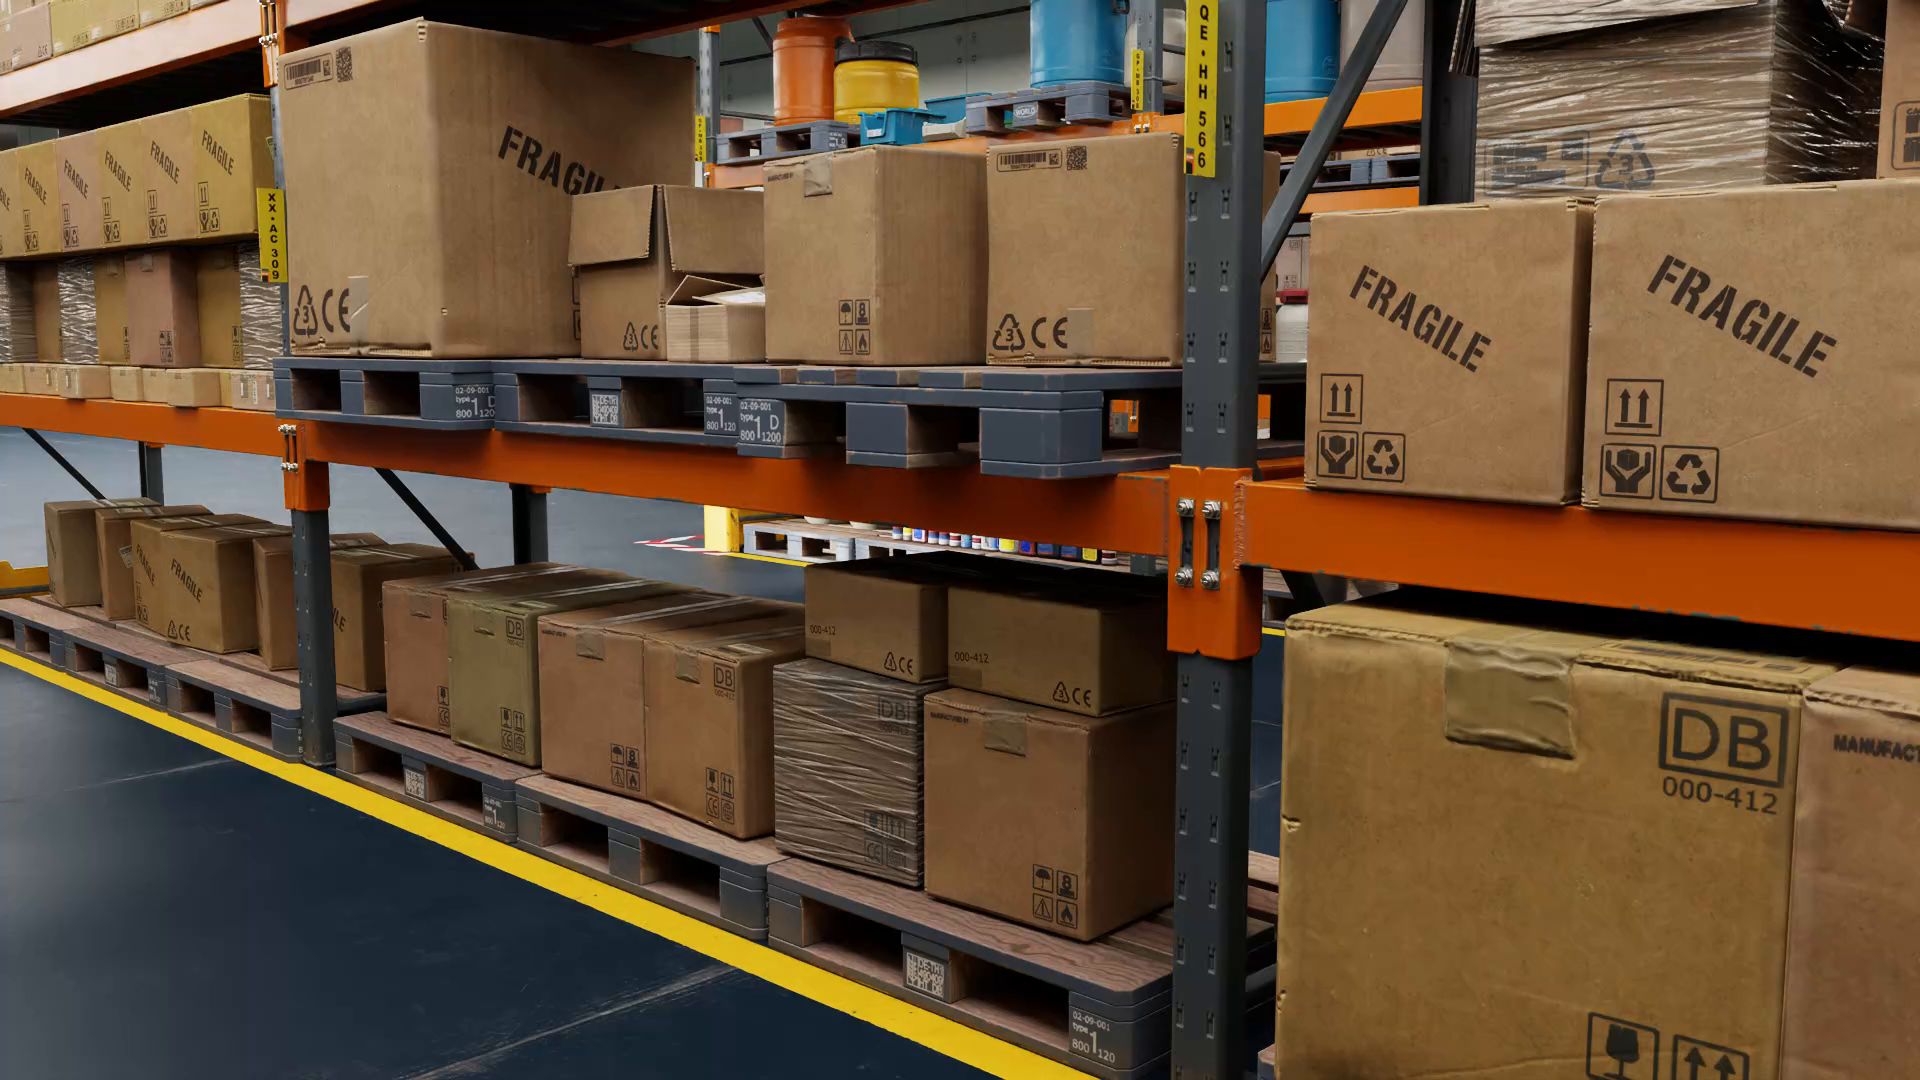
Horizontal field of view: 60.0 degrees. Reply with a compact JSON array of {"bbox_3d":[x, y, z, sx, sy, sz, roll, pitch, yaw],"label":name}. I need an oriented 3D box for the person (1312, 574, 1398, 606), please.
[{"bbox_3d":[1.543,-0.031,6.597,0.598,1.624,0.606,7,10,44],"label":"person"}]
